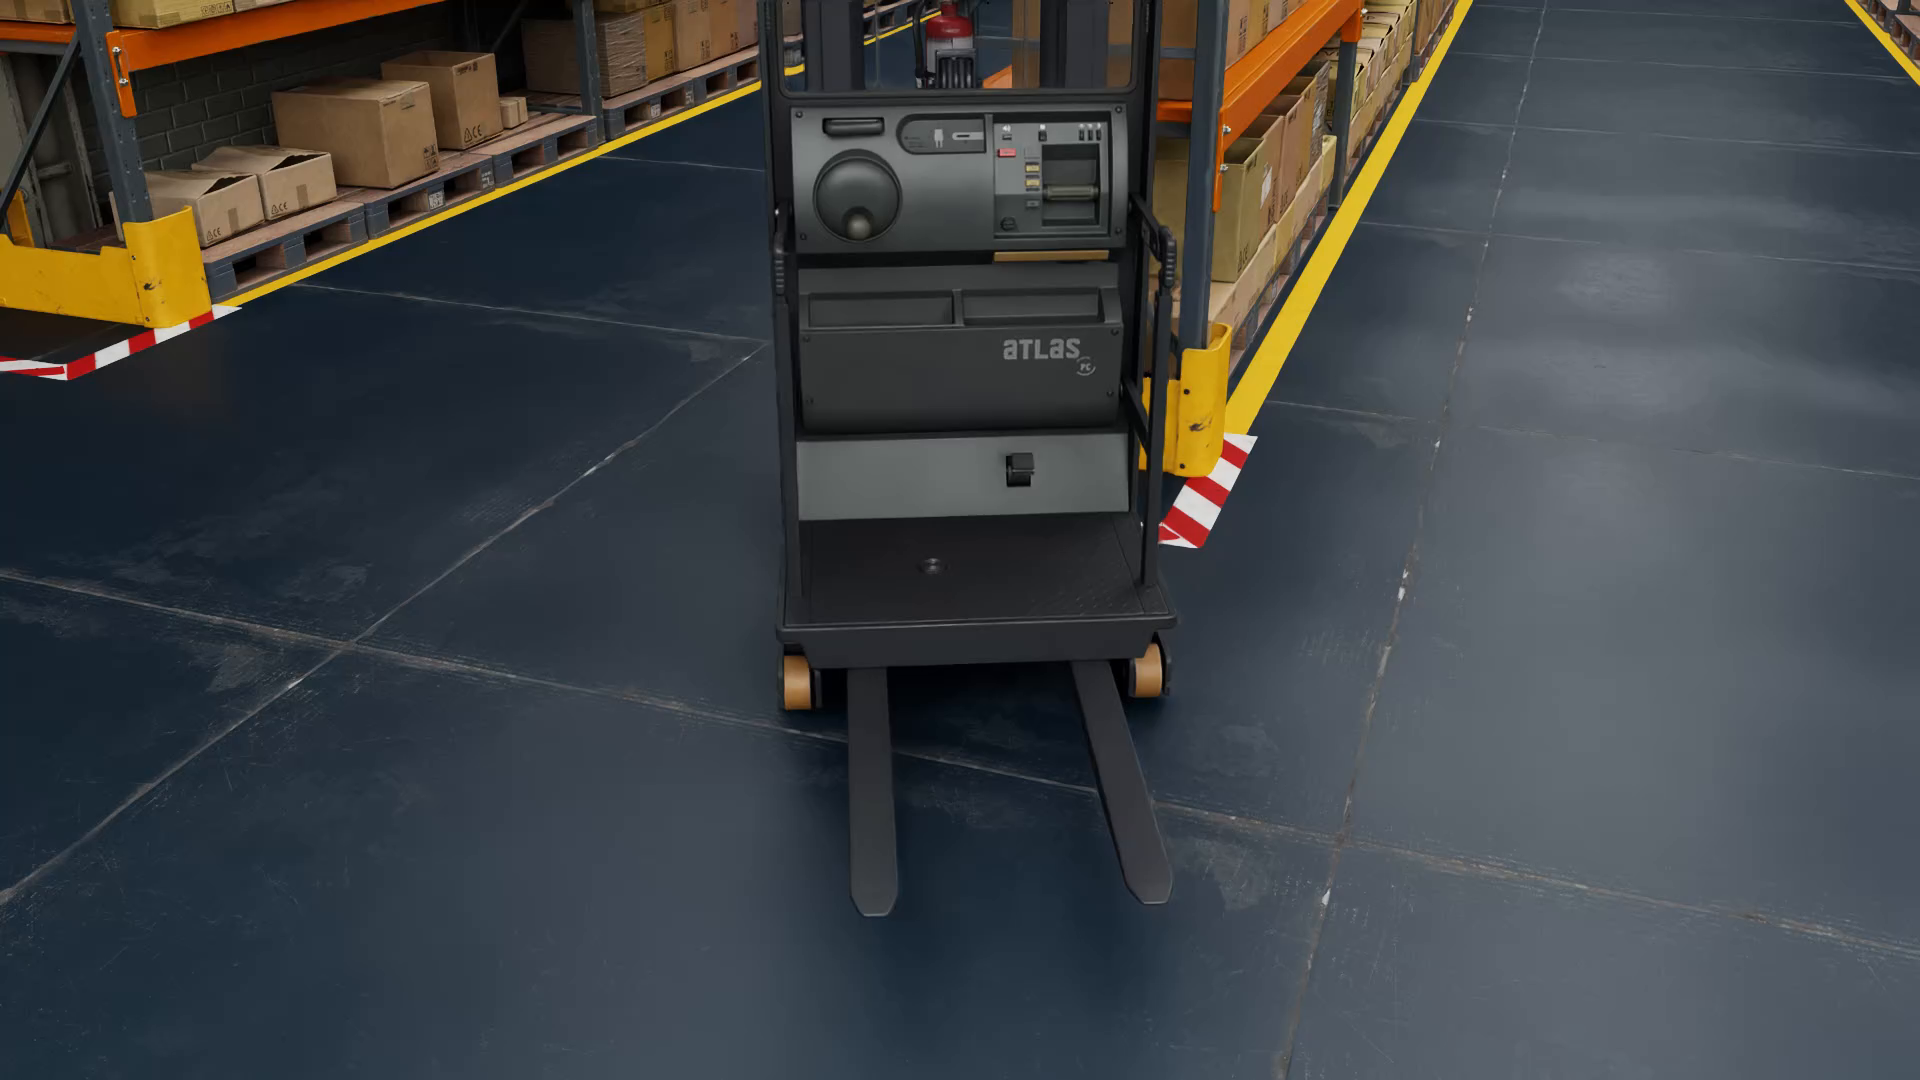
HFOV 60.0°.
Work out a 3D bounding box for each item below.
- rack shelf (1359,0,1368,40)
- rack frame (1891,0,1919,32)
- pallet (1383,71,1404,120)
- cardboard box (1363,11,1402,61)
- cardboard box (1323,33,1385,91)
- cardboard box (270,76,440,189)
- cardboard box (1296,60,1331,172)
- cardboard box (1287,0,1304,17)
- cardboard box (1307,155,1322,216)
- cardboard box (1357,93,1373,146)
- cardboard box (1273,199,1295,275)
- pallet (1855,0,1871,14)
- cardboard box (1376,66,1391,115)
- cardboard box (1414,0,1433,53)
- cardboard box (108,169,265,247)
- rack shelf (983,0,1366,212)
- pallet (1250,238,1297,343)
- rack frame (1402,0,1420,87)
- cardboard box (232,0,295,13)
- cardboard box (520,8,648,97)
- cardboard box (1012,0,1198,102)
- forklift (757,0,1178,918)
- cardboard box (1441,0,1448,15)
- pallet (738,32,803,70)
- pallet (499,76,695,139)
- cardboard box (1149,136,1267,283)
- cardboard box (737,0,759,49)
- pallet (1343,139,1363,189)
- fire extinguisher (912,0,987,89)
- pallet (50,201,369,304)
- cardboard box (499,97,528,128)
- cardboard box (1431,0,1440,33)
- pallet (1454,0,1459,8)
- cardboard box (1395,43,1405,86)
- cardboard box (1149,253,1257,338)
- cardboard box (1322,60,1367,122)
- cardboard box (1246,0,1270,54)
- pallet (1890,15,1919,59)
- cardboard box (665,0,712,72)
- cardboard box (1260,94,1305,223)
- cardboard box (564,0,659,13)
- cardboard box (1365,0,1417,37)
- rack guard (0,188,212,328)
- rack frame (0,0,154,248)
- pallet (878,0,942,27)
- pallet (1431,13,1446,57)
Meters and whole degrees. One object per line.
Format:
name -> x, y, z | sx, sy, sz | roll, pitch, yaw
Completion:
rack shelf -> 2.435, -3.883, 11.154 | 1.077, 0.370, 4.000 | 9, 27, 17
rack frame -> 9.101, -5.953, 14.603 | 1.000, 3.000, 0.127 | 9, 27, 17
pallet -> 2.789, -3.441, 12.615 | 1.003, 0.211, 1.213 | 9, 27, 17
cardboard box -> 2.821, -3.560, 11.691 | 0.500, 0.311, 0.500 | 9, 27, 17
cardboard box -> 2.484, -3.140, 10.824 | 0.500, 0.311, 0.500 | 8, 27, 16
cardboard box -> -3.438, -2.331, 9.485 | 0.700, 0.500, 0.500 | 7, 27, 14
cardboard box -> 1.644, -2.248, 8.764 | 0.500, 0.500, 0.500 | 9, 27, 17
cardboard box -> 1.287, -2.823, 8.025 | 0.700, 0.500, 0.500 | 9, 27, 18
cardboard box -> 1.645, -1.910, 8.926 | 0.500, 0.250, 0.500 | 9, 27, 17
cardboard box -> 2.308, -2.676, 10.509 | 0.500, 0.250, 0.500 | 9, 27, 19
cardboard box -> 1.327, -1.497, 8.073 | 0.500, 0.250, 0.500 | 9, 27, 17
pallet -> 9.714, -5.509, 16.885 | 1.003, 0.211, 1.213 | 9, 27, 17
cardboard box -> 2.648, -3.098, 11.380 | 0.500, 0.250, 0.500 | 9, 27, 18
cardboard box -> 3.521, -4.247, 13.444 | 0.500, 0.500, 0.500 | 10, 28, 20
cardboard box -> -3.919, -1.717, 8.435 | 0.500, 0.311, 0.500 | 6, 26, 12
rack shelf -> 1.104, -2.239, 7.759 | 1.077, 0.370, 4.000 | 9, 27, 17
pallet -> 1.061, -1.306, 8.206 | 1.003, 0.211, 1.213 | 9, 27, 17
rack frame -> 3.100, -5.029, 12.694 | 1.000, 3.000, 0.127 | 9, 27, 17
cardboard box -> -3.613, -2.770, 8.177 | 0.500, 0.250, 0.500 | 8, 27, 16
cardboard box -> -2.674, -3.480, 11.858 | 0.700, 0.500, 0.500 | 10, 27, 19
cardboard box -> 0.605, -1.976, 6.275 | 0.700, 0.500, 0.500 | 9, 27, 17
forklift -> 0.018, -0.980, 4.410 | 1.130, 2.935, 3.031 | -2, 26, -4
cardboard box -> 4.198, -5.093, 15.191 | 0.500, 0.500, 0.500 | 9, 27, 18
pallet -> -1.834, -4.170, 14.120 | 1.003, 0.211, 1.213 | 9, 27, 17
pallet -> -2.646, -3.167, 12.049 | 1.003, 0.211, 1.213 | 9, 27, 17
cardboard box -> 0.991, -1.424, 7.062 | 0.500, 0.500, 0.500 | 9, 27, 17
cardboard box -> -2.044, -4.320, 13.595 | 0.700, 0.500, 0.500 | 9, 27, 17
pallet -> 1.978, -2.438, 10.544 | 1.003, 0.211, 1.213 | 9, 27, 17
fire extinguisher -> -0.039, -1.725, 5.960 | 0.296, 0.674, 0.183 | 9, 27, 17
pallet -> -3.906, -1.563, 8.736 | 1.003, 0.211, 1.213 | 9, 27, 17
cardboard box -> -3.053, -2.800, 10.838 | 0.380, 0.166, 0.250 | 5, 26, 11
cardboard box -> 3.862, -4.669, 14.314 | 0.500, 0.500, 0.500 | 8, 27, 17
pallet -> 4.661, -5.700, 17.280 | 1.003, 0.211, 1.213 | 9, 27, 17
cardboard box -> 2.987, -3.516, 12.244 | 0.500, 0.250, 0.500 | 8, 27, 17
cardboard box -> 0.989, -1.087, 7.226 | 0.500, 0.250, 0.500 | 9, 27, 17
cardboard box -> 2.142, -2.723, 9.961 | 0.500, 0.311, 0.500 | 9, 27, 18
cardboard box -> 0.946, -2.396, 7.142 | 0.700, 0.500, 0.500 | 9, 27, 18
pallet -> 8.805, -4.387, 14.568 | 1.003, 0.211, 1.213 | 9, 27, 17
cardboard box -> -2.342, -3.903, 12.733 | 0.700, 0.500, 0.500 | 9, 27, 18
cardboard box -> 1.328, -1.834, 7.909 | 0.500, 0.500, 0.500 | 9, 27, 17
cardboard box -> -2.531, -3.999, 12.070 | 0.500, 0.250, 0.500 | 8, 27, 16
cardboard box -> 3.158, -3.982, 12.561 | 0.500, 0.311, 0.500 | 9, 27, 19
rack guard -> -4.209, -1.364, 7.994 | 1.175, 0.500, 0.348 | 9, 27, 17
rack frame -> -4.235, -2.458, 7.385 | 1.000, 3.000, 0.127 | 9, 27, 17
pallet -> -0.831, -5.303, 16.461 | 1.003, 0.211, 1.213 | 9, 27, 17
pallet -> 3.792, -4.575, 14.956 | 1.003, 0.211, 1.213 | 9, 27, 17
